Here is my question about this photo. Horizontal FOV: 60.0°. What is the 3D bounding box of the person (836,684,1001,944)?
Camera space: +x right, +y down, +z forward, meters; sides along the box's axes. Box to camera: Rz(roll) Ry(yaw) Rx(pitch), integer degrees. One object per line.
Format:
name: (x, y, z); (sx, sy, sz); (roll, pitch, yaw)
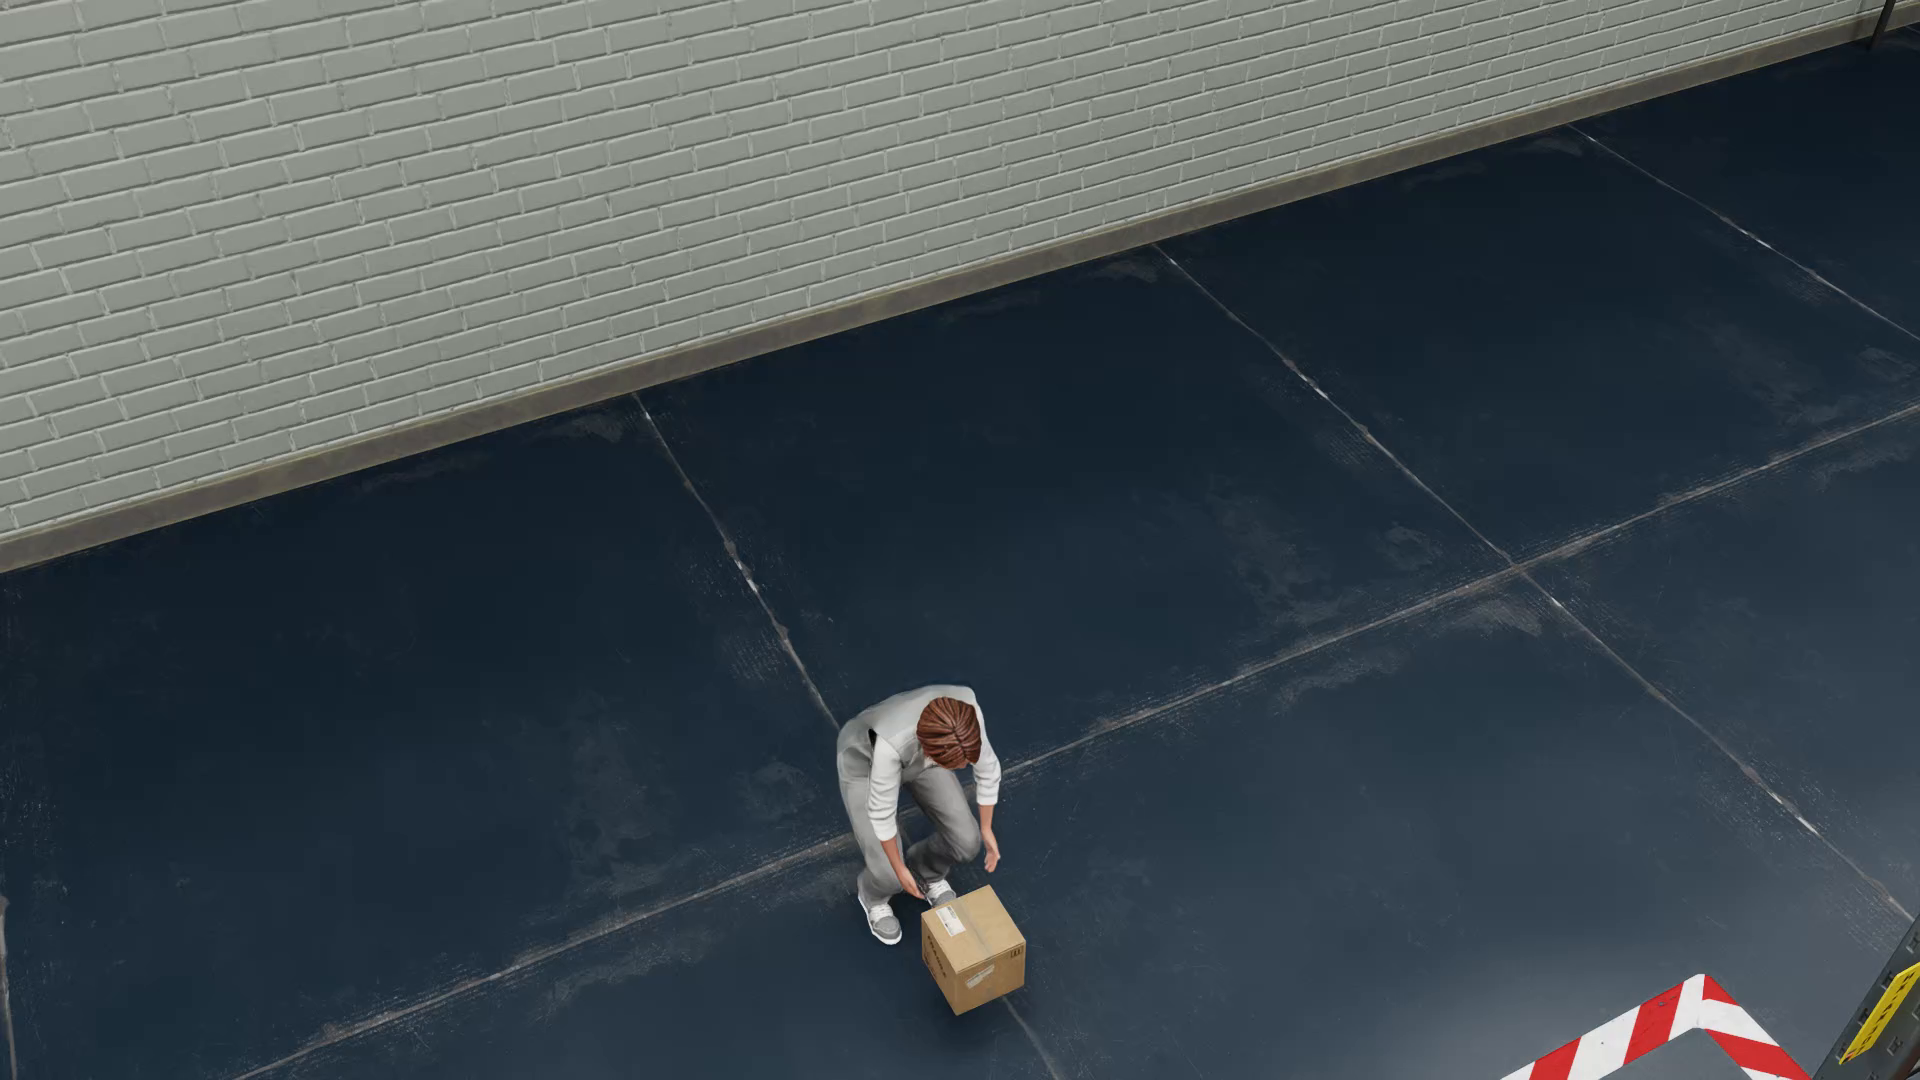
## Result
person: (-0.131, 0.850, 5.481); (0.463, 1.252, 0.671); (-19, 45, -20)
